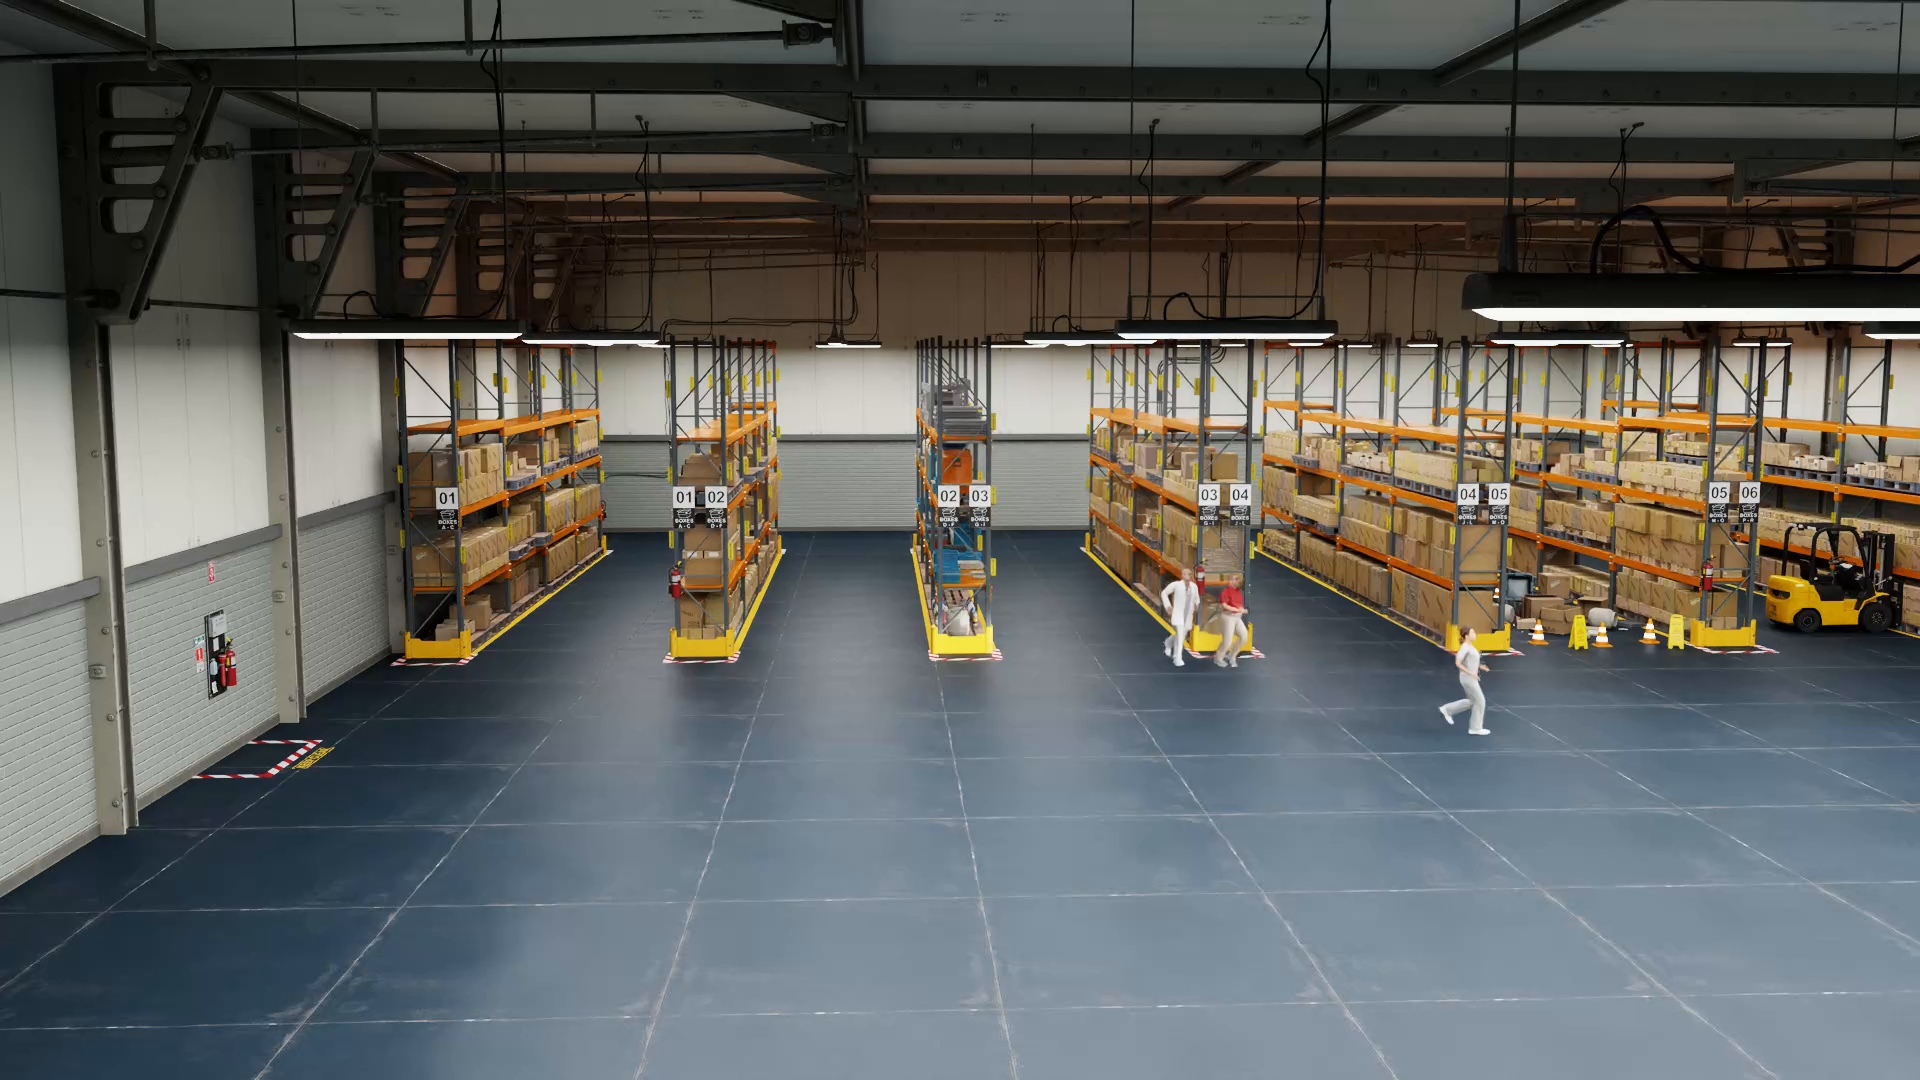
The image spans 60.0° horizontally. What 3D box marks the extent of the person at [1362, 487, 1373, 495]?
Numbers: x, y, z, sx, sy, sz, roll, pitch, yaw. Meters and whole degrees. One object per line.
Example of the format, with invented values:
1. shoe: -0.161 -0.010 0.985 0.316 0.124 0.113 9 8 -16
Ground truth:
1. person: 12.088 -0.761 49.342 0.981 1.765 0.705 -1 7 -9

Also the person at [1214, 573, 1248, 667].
1. person: 4.968 1.477 30.121 0.691 1.759 0.689 6 9 43

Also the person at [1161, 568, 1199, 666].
1. person: 4.093 1.388 30.647 0.754 1.731 0.934 -3 7 -22

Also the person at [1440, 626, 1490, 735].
1. person: 7.575 2.094 24.903 0.752 1.617 0.571 3 7 25
